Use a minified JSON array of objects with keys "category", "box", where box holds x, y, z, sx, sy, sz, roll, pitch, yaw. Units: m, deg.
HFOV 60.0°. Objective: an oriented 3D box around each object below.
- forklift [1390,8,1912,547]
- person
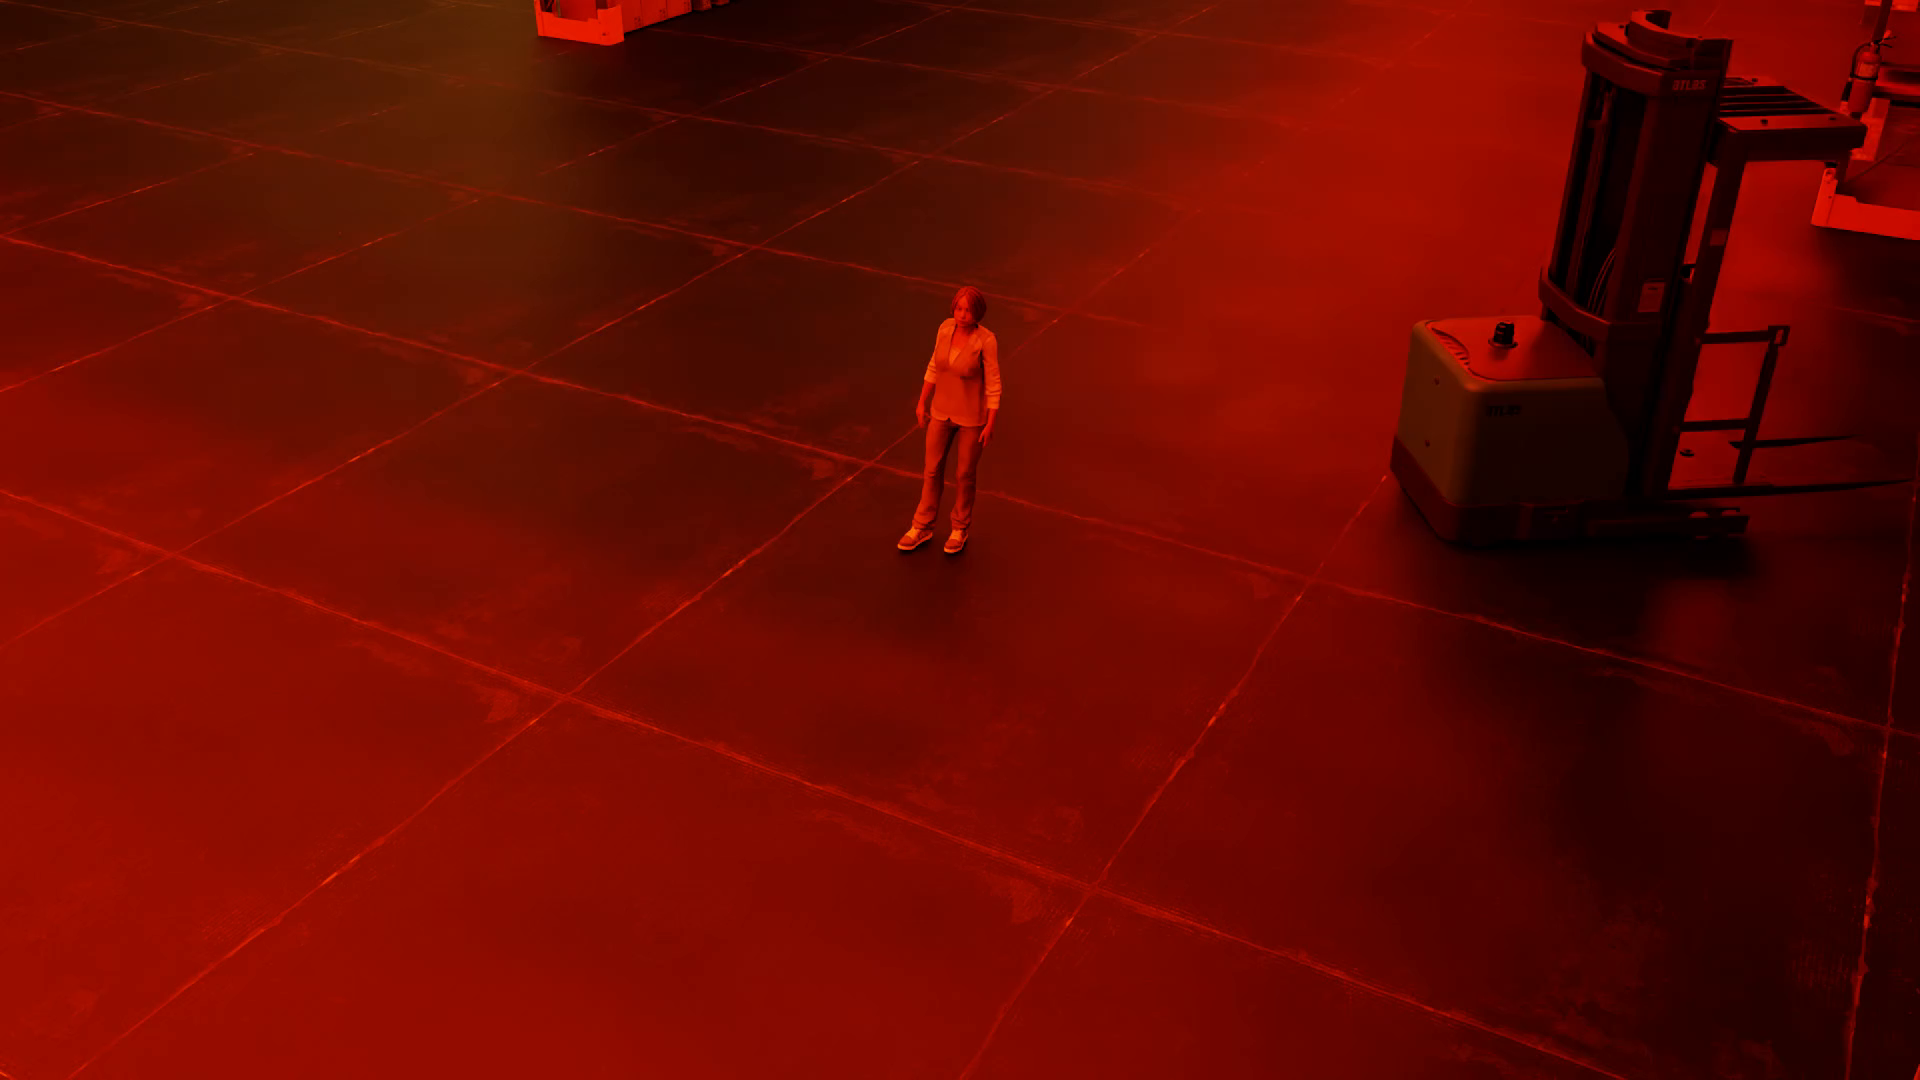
[{"category":"forklift","box":[4.307,-1.534,9.729,3.031,2.935,1.130,-3,30,-5]},{"category":"person","box":[-0.048,-0.668,9.549,0.521,1.599,0.473,15,33,25]}]
